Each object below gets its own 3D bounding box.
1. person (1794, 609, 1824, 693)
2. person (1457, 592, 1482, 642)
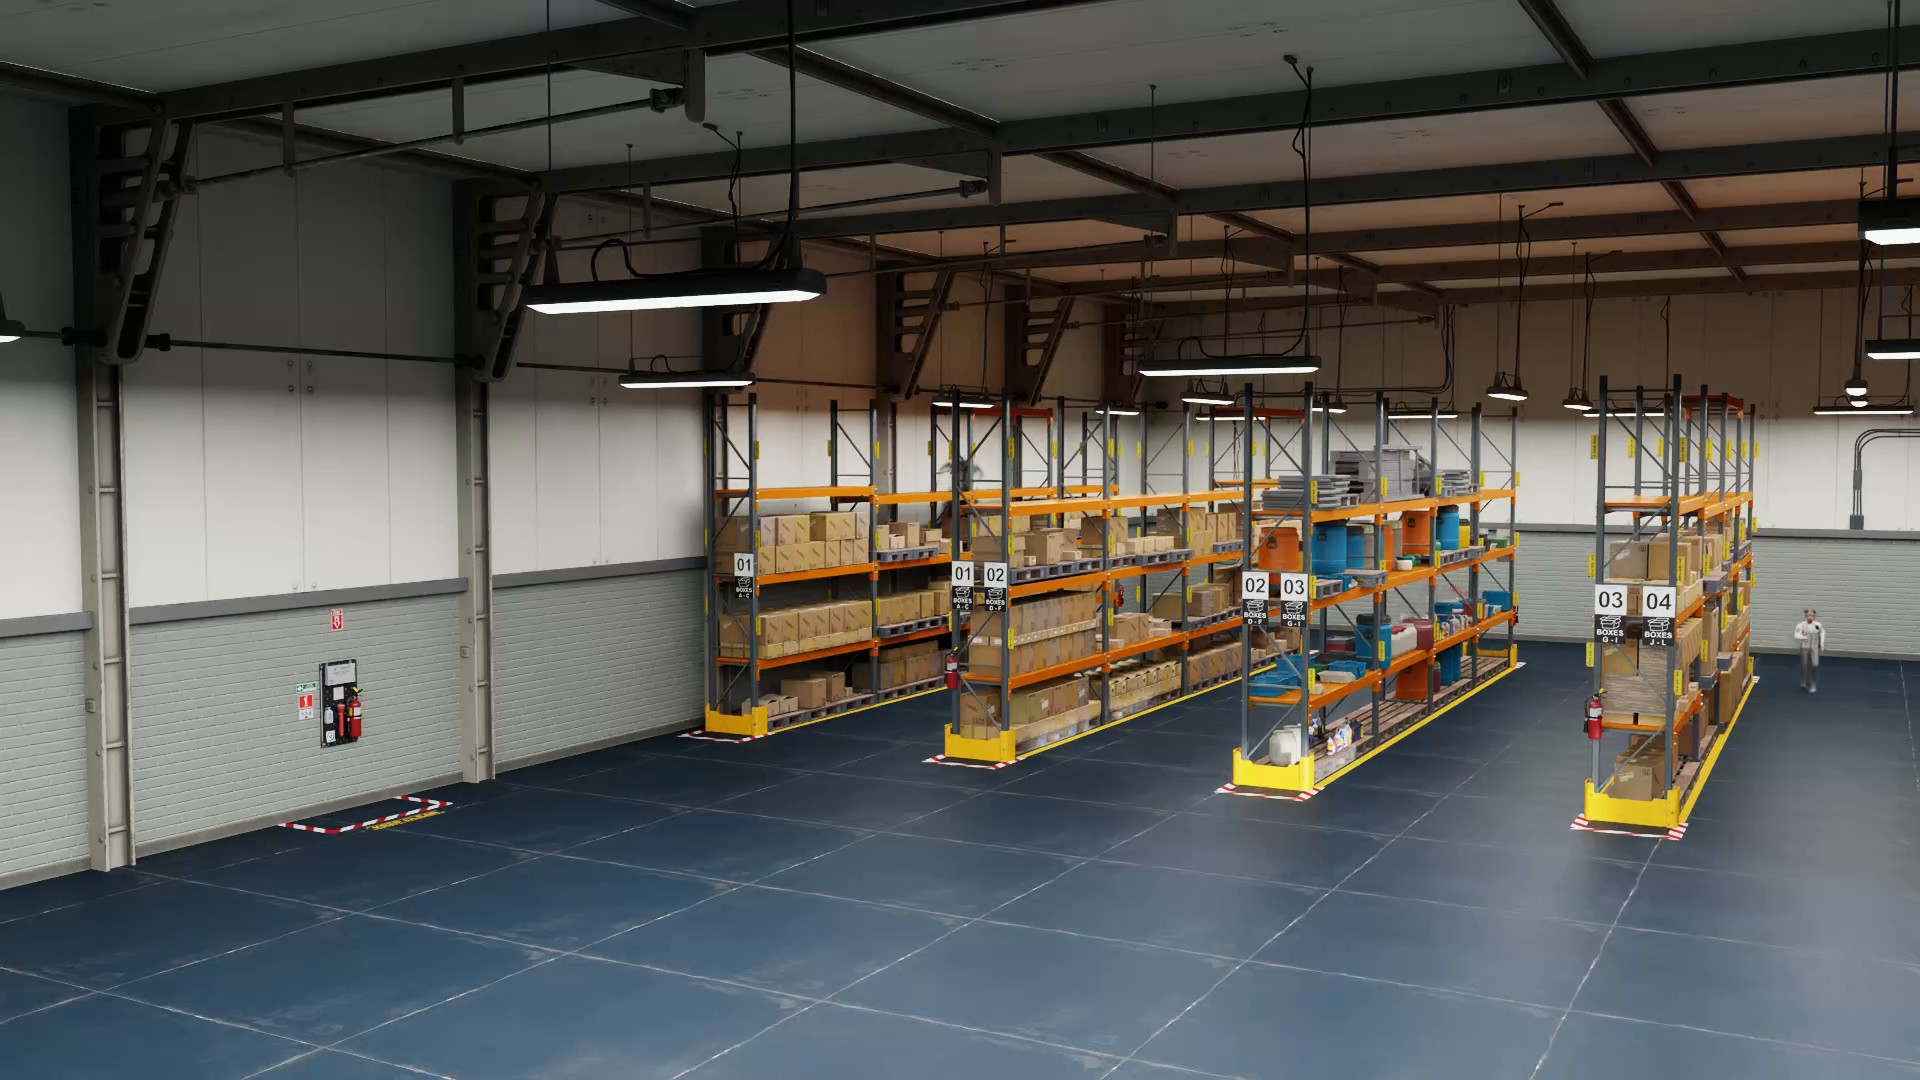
[{"bbox_3d":[17.650,2.291,34.550,0.599,1.744,0.829,1,3,19],"label":"person"},{"bbox_3d":[12.302,2.034,40.614,1.064,1.581,0.681,3,4,41],"label":"person"}]
